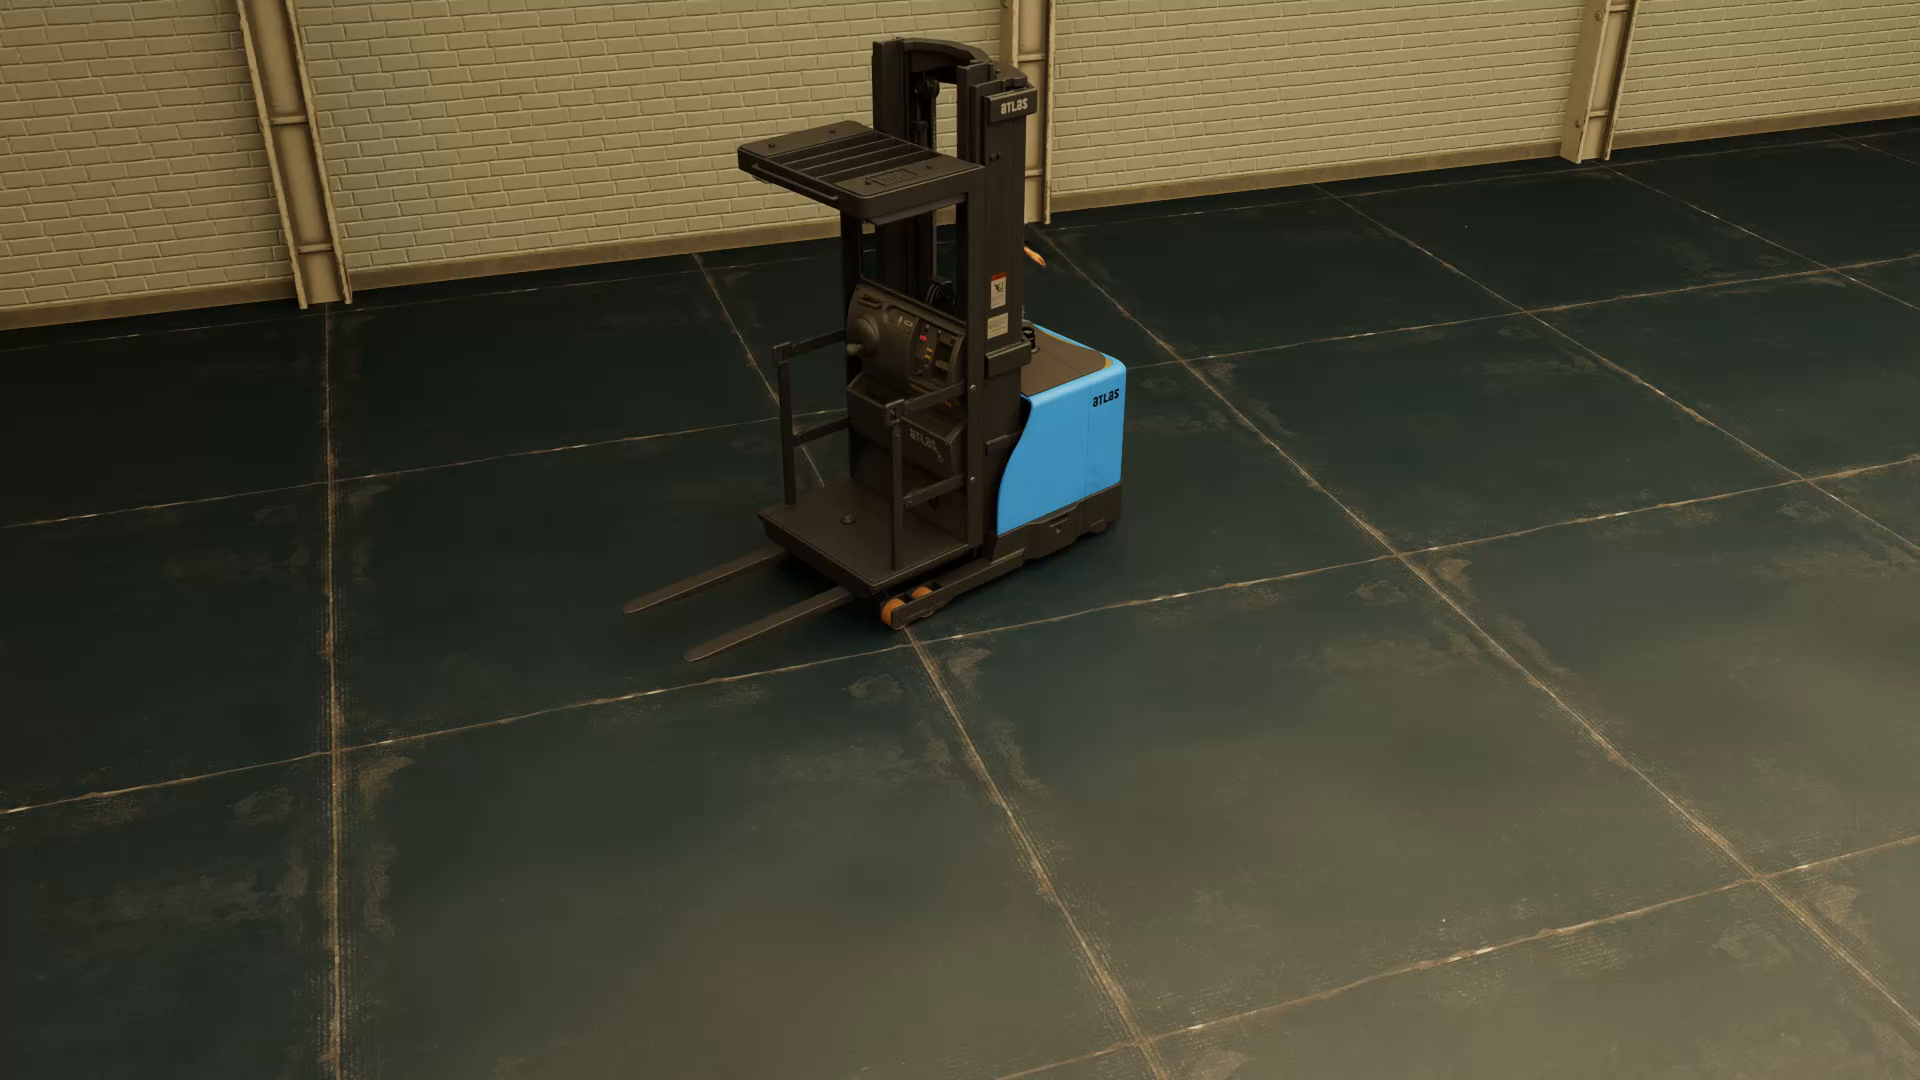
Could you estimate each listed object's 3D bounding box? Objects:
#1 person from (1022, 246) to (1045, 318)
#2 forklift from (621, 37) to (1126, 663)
[{"bbox_3d":[0.288,-1.695,11.521,0.910,1.519,0.976,5,30,9],"label":"person"},{"bbox_3d":[-0.461,-1.072,8.951,3.031,2.935,1.130,-23,37,-34],"label":"forklift"}]
